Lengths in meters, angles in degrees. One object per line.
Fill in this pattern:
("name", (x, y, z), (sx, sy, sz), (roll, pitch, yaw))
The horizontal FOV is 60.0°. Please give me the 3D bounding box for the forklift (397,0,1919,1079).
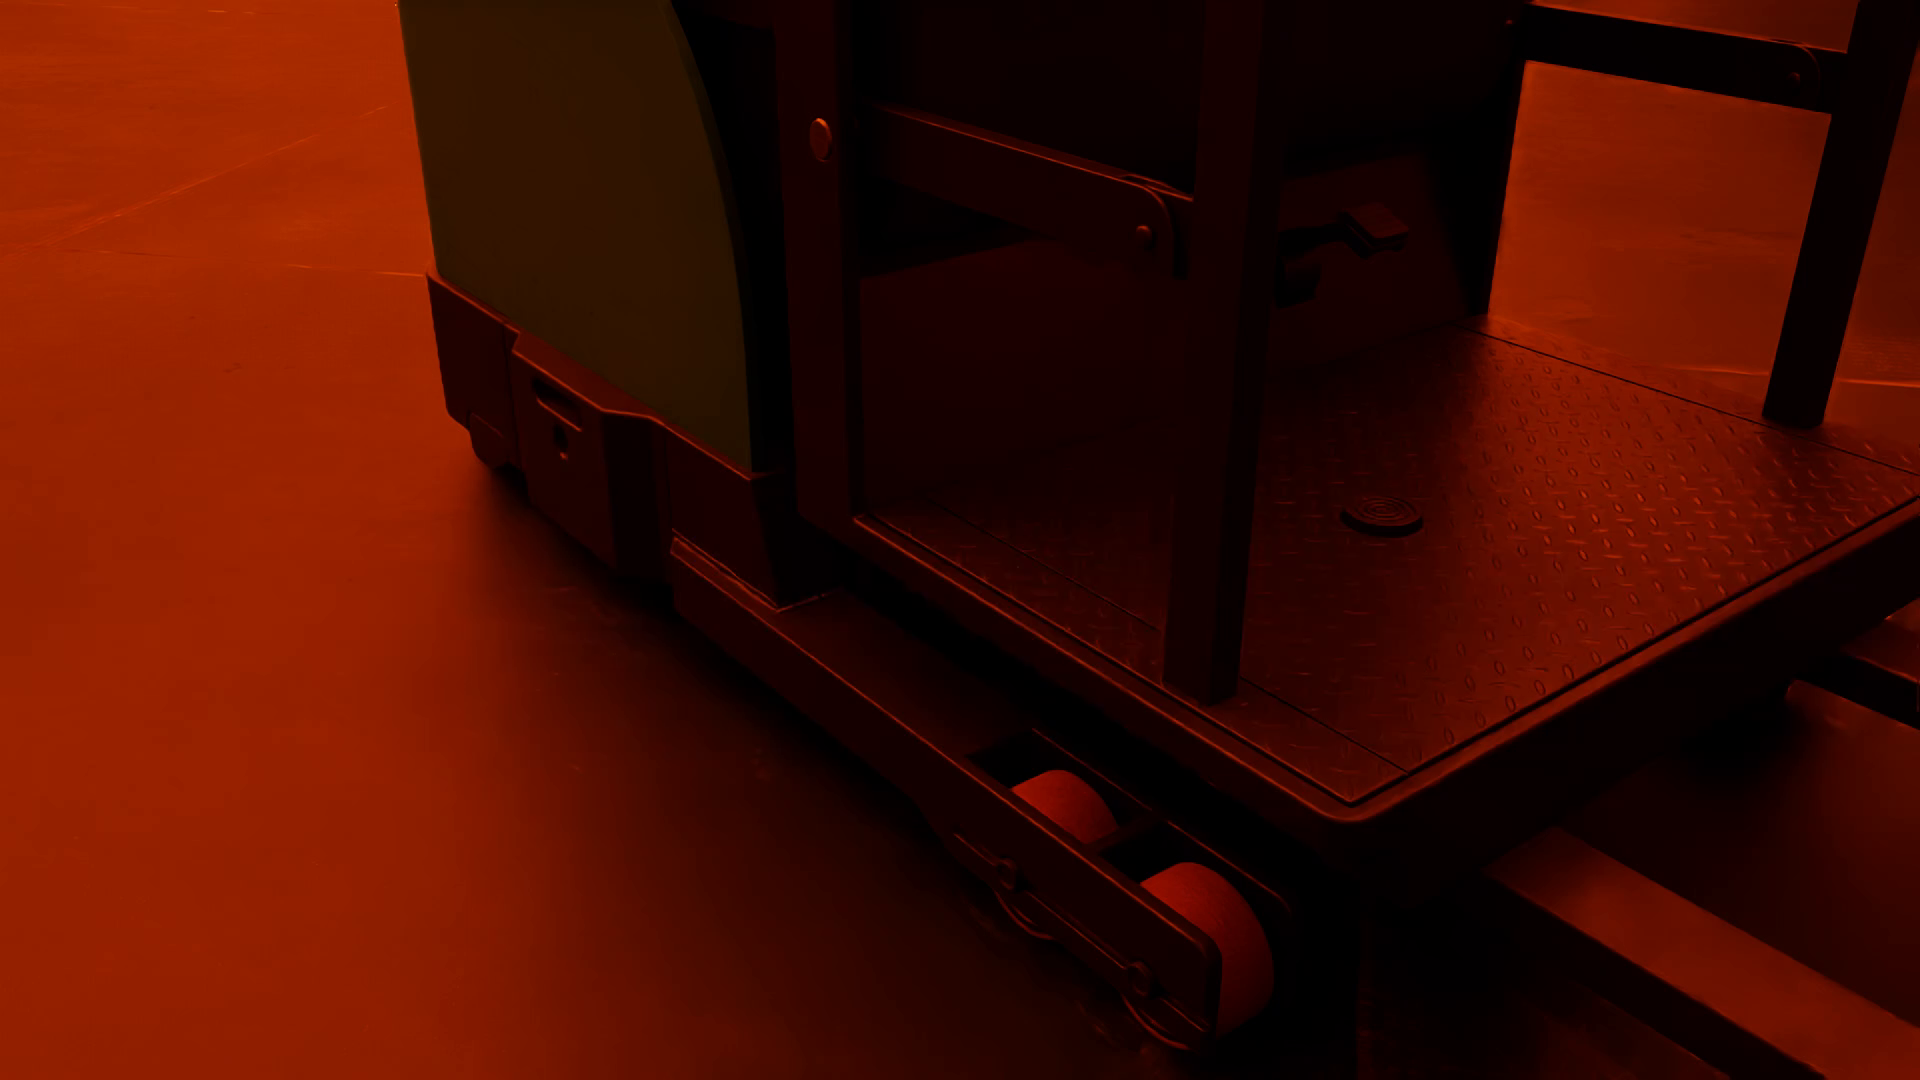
("forklift", (0.437, -1.087, 1.402), (1.130, 2.935, 3.031), (-19, 32, -33))
